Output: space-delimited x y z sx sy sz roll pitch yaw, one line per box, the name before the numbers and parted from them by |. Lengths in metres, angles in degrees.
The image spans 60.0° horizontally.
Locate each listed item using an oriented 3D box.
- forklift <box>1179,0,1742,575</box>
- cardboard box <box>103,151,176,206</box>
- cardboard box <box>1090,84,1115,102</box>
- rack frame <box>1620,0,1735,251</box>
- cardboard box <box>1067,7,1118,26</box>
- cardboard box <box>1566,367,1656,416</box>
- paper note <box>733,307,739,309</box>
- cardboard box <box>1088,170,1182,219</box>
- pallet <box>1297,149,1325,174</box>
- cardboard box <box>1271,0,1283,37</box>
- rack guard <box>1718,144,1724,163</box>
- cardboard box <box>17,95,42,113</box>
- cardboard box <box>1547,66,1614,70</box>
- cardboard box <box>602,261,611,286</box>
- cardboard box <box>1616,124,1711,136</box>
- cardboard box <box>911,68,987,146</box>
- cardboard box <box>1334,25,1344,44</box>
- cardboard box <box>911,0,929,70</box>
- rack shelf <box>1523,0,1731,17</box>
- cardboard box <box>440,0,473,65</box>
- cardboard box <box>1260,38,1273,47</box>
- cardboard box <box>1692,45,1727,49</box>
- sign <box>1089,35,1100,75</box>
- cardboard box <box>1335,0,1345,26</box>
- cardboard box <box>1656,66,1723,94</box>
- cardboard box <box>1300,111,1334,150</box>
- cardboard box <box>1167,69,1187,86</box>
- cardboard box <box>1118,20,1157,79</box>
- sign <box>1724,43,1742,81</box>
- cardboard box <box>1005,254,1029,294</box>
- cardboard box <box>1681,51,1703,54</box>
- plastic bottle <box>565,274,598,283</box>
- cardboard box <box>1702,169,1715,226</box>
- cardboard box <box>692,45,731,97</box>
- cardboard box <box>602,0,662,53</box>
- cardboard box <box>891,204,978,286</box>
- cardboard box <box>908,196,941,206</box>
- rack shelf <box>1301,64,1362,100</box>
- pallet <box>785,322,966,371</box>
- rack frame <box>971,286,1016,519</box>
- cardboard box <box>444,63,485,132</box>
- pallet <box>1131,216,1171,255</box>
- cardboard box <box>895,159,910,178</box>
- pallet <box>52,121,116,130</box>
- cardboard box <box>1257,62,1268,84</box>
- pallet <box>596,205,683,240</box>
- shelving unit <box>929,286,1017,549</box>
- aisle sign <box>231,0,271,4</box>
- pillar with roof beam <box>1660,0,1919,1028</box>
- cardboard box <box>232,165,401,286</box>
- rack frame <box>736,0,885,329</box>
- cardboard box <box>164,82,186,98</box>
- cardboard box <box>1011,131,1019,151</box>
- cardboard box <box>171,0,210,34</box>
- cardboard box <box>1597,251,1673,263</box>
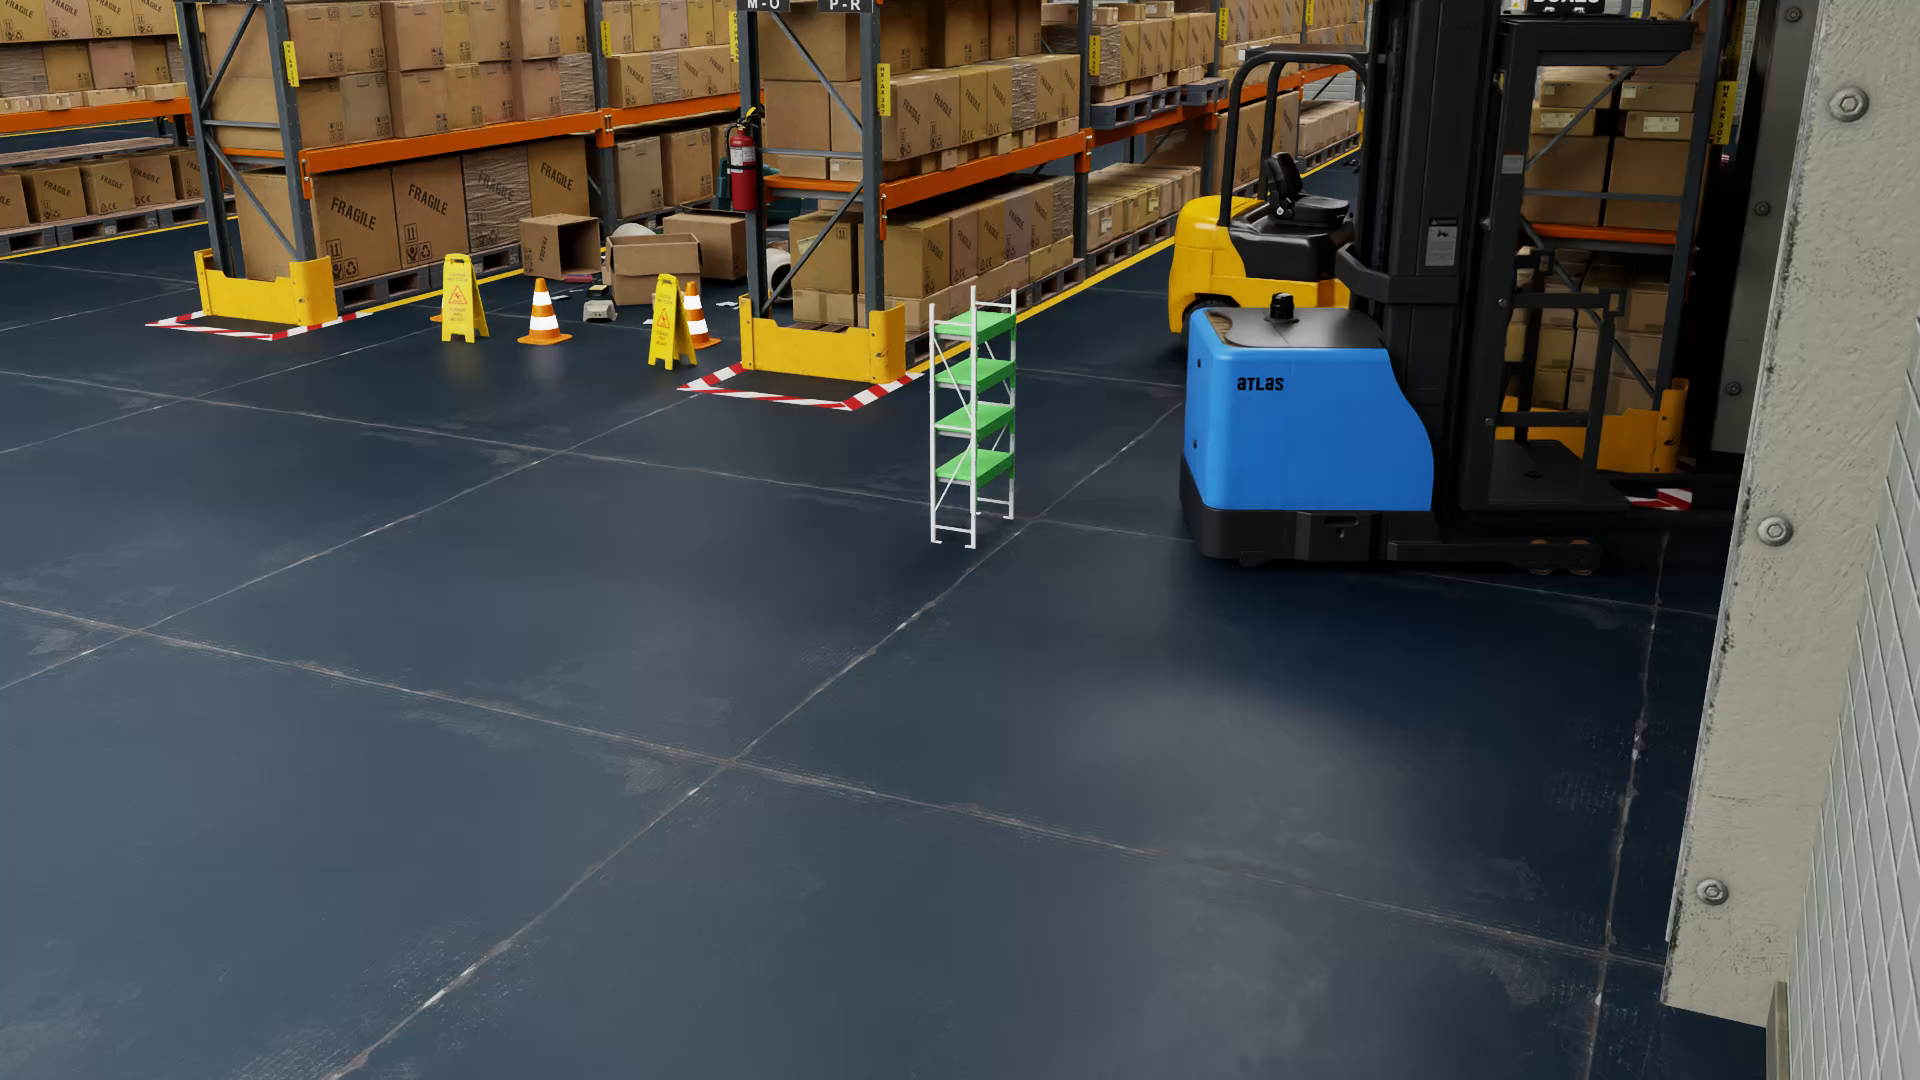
forklift | 2.664 -1.394 7.876 3.031 2.935 1.130 0 20 1
cardboard box | -8.822 -3.886 17.885 0.500 0.500 0.500 17 26 40
cardboard box | 1.161 -4.004 14.862 0.380 0.149 0.250 9 21 23
rack frame | 6.815 -4.342 16.063 1.000 3.000 0.127 9 21 23
cardboard box | 1.162 -4.585 14.559 0.380 0.149 0.250 8 21 22
cardboard box | 3.918 -0.922 9.924 0.500 0.250 0.500 9 21 23
paper note | -1.828 -1.918 13.709 0.032 0.001 0.123 9 21 23
cardboard box | 1.749 -3.583 17.226 0.950 0.372 0.625 8 21 22
pallet | 4.305 -5.152 22.504 1.003 0.211 1.213 9 21 23
cardboard box | 3.538 -6.280 19.872 0.500 0.500 0.500 9 22 24
rack guard | 10.059 -5.586 23.293 1.175 0.500 0.348 9 21 23
cardboard box | -9.192 -4.255 16.194 0.380 0.149 0.250 9 21 23
cardboard box | 3.924 -2.931 10.536 0.380 0.149 0.250 9 21 24
cardboard box | -2.934 -2.381 14.630 0.396 0.266 0.258 13 23 32
cardboard box | 4.188 -2.219 9.945 0.500 0.500 0.500 9 22 24
cardboard box | -0.128 -3.185 12.217 0.500 0.500 0.500 8 21 22
cardboard box | 4.984 -6.861 22.998 0.500 0.500 0.500 9 22 24
cardboard box | -0.652 -3.744 12.298 0.700 0.500 0.500 8 21 22
rack shelf | 4.358 -3.582 10.524 1.077 0.370 4.000 9 21 23
cardboard box | -4.769 -4.425 14.462 0.875 0.550 0.500 9 21 23
cardboard box | 3.365 -5.769 19.555 0.500 0.250 0.500 9 21 24
cardboard box | 6.861 -4.472 15.312 0.380 0.149 0.250 9 22 24
sign | 1.145 -4.134 14.189 0.100 0.325 0.005 9 21 23
cardboard box | 4.980 -7.337 22.845 0.500 0.500 0.500 8 21 22
cardboard box | 4.502 -2.845 10.292 0.380 0.149 0.250 8 21 21
cardboard box | 4.644 -5.686 23.040 0.875 0.438 0.875 8 21 21
cardboard box | 2.049 -4.632 16.627 0.380 0.149 0.250 9 21 24
cardboard box | 1.520 -4.590 15.542 0.500 0.500 0.500 8 21 22
sign | 5.684 -3.488 12.254 0.100 0.325 0.005 9 21 23
cardboard box | 0.228 -2.164 13.418 0.500 0.250 0.500 9 21 24
cardboard box | 5.181 -3.402 11.859 0.380 0.149 0.250 8 21 21
plastic bottle | -3.350 -2.317 14.755 0.283 0.061 0.133 1 20 4
cardboard box | 7.243 -3.452 16.666 0.500 0.500 0.500 9 22 25
cardboard box | -2.829 -5.080 17.990 0.500 0.500 0.500 9 21 24
cardboard box | -3.504 -5.275 17.047 0.700 0.500 0.500 8 21 22
cardboard box | -0.189 -2.208 12.421 0.500 0.500 0.500 8 21 21
cardboard box | -0.478 -2.426 13.033 0.500 0.500 0.500 8 21 21
rack shelf | 4.742 -6.517 23.253 1.077 0.370 4.000 9 21 23
pallet | -0.595 -1.529 12.316 1.003 0.211 1.213 9 21 23
rack frame | 0.168 -0.691 8.483 0.240 1.200 0.015 9 21 23
cardboard box | -4.710 -3.907 14.618 0.875 0.550 0.500 9 21 23
pallet | 1.462 -3.097 16.726 1.003 0.211 1.213 9 21 23
cardboard box | -0.573 -2.612 11.575 0.380 0.149 0.250 9 21 24
pallet | -14.951 -7.022 27.763 1.003 0.211 1.213 9 21 23
cardboard box | 3.328 -5.536 19.646 0.500 0.250 0.500 9 21 23
pallet | -3.664 -3.379 17.519 1.003 0.211 1.213 9 21 23
shelving unit | 0.068 -0.616 8.273 0.258 1.200 0.503 9 21 23
aisle sign | -5.304 -4.386 12.309 0.394 0.787 0.004 9 21 23
pillar with roof beam | -1.739 -3.568 4.936 9.100 9.000 0.400 9 21 23
cardboard box | -5.331 -2.637 13.815 0.875 0.875 0.875 9 21 23
rack frame | -0.991 -2.576 11.098 1.000 3.000 0.127 9 21 23
cardboard box | -8.483 -4.791 17.701 0.380 0.149 0.250 9 21 23
cardboard box | 0.248 -3.155 13.102 0.380 0.149 0.250 8 21 22
cardboard box | -8.328 -5.642 17.633 0.500 0.500 0.500 9 21 23
cardboard box | 4.324 -1.695 10.606 0.500 0.250 0.500 8 21 22
